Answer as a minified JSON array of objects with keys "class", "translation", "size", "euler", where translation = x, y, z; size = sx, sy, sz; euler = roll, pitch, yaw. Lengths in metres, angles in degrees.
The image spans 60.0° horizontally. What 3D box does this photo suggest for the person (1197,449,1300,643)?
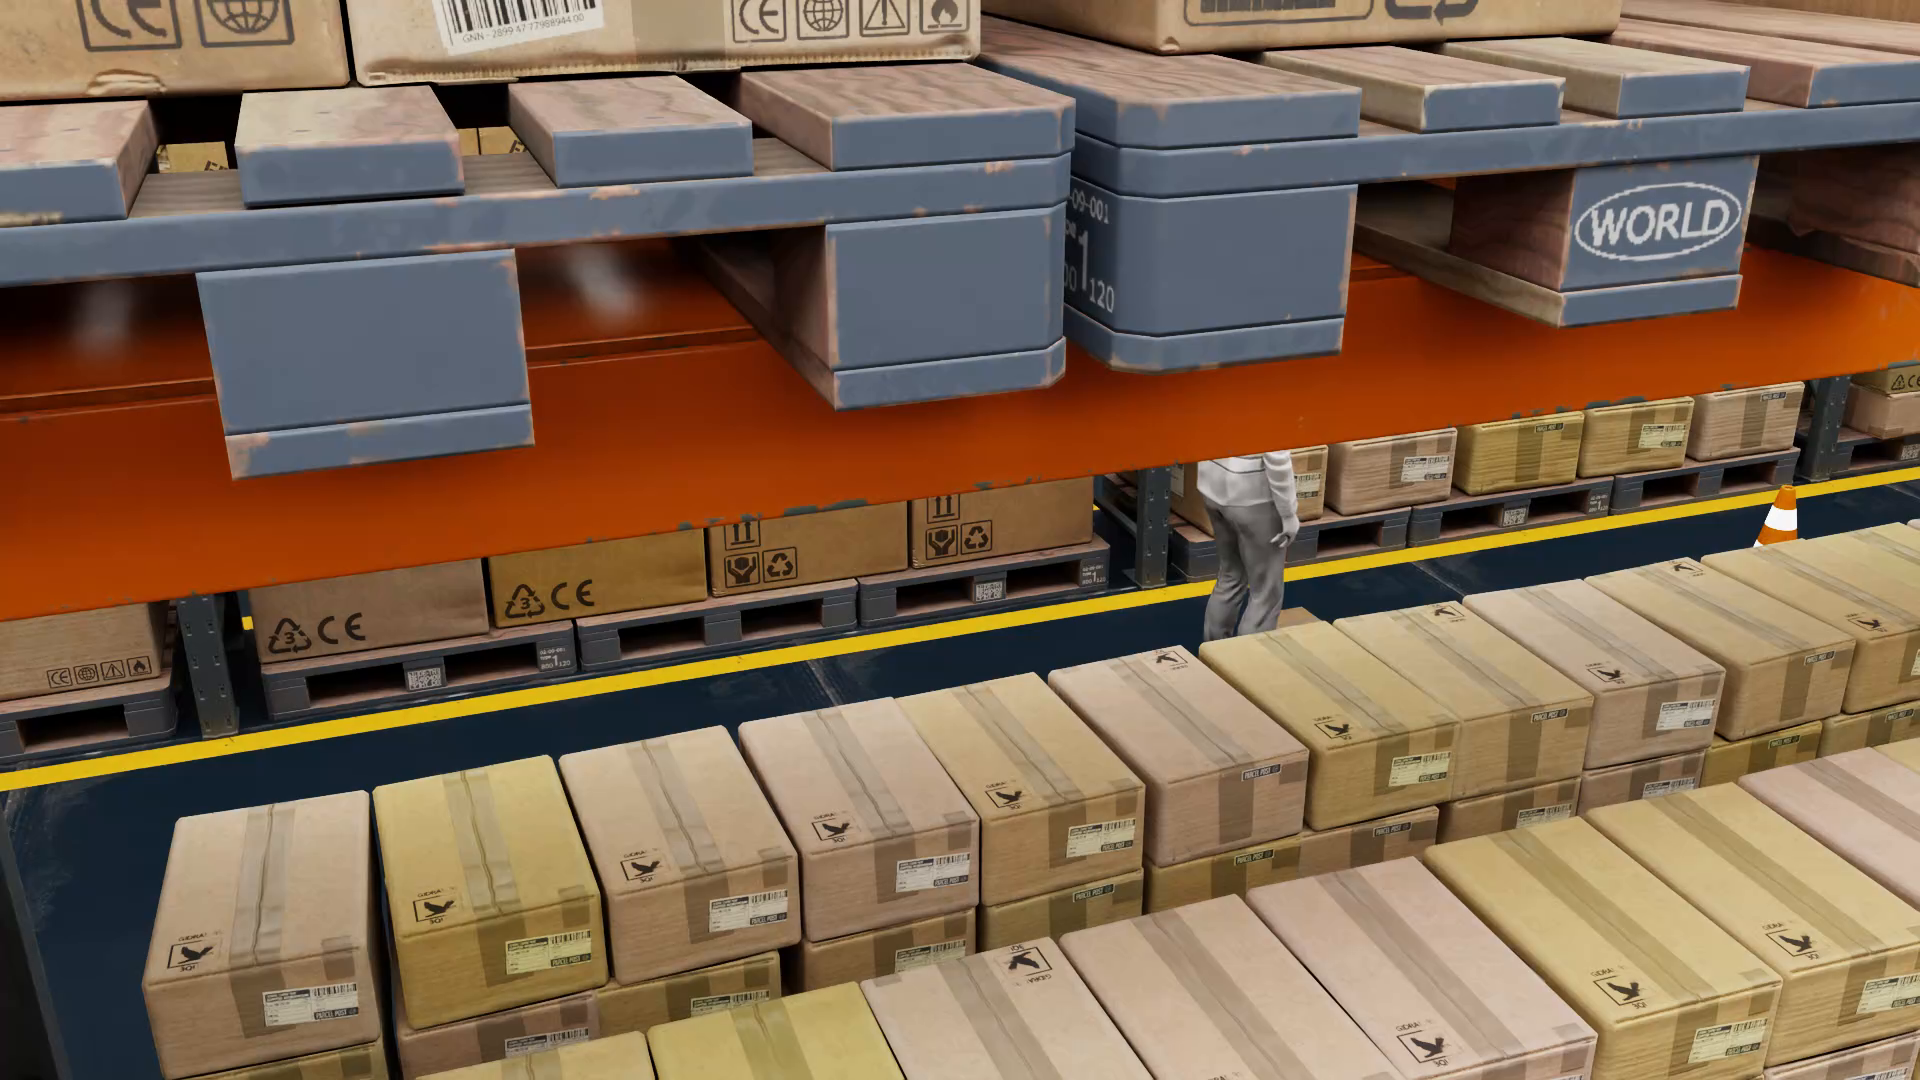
[{"class":"person","translation":[1.130,-0.163,6.480],"size":[0.375,1.662,0.542],"euler":[-10,25,-22]}]
